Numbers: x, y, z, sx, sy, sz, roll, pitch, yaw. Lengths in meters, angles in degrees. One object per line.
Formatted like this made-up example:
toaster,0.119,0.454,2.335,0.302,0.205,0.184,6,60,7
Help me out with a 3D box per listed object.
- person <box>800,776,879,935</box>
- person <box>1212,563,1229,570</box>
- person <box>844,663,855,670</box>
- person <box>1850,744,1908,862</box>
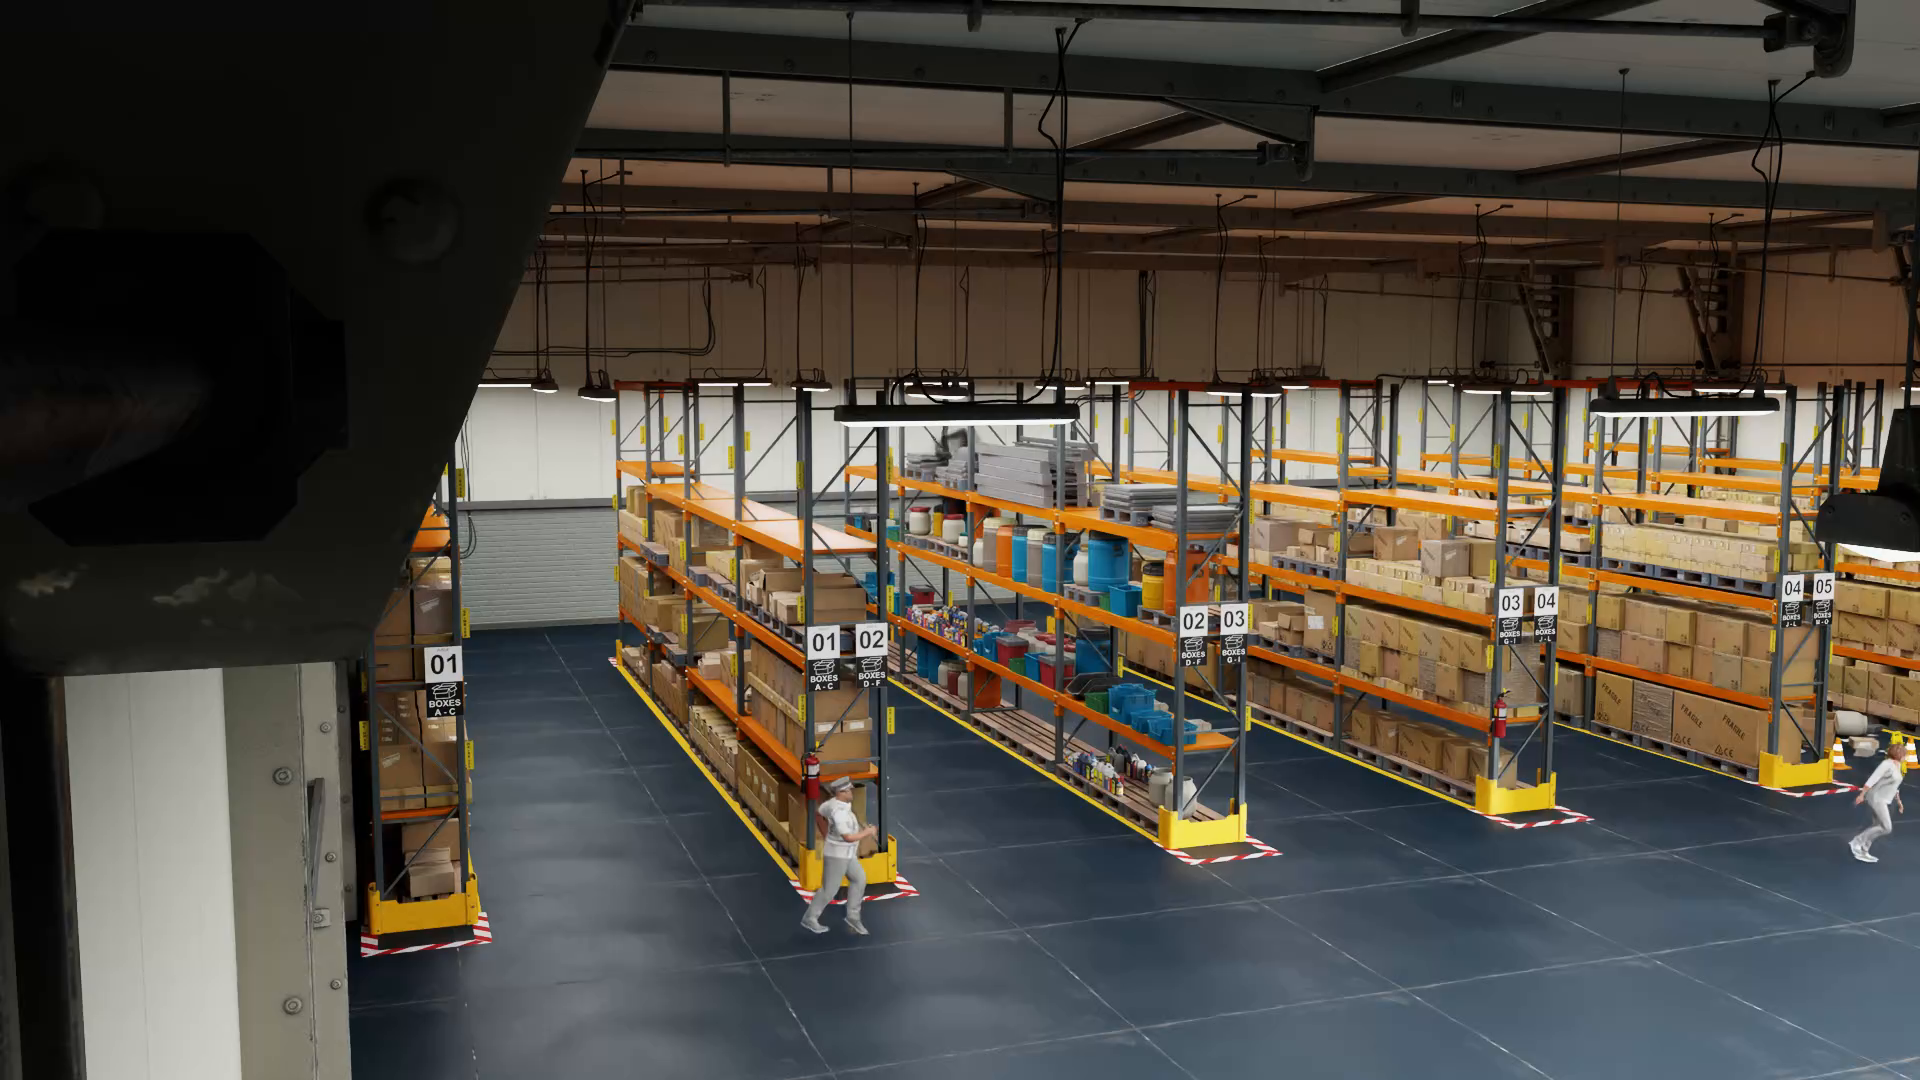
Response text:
person,-1.332,3.519,18.387,0.875,1.841,0.610,0,6,1
person,6.340,1.165,40.922,0.720,1.650,0.749,-5,8,-40
person,-1.999,2.454,28.323,0.620,1.733,0.987,-4,7,-30
person,11.676,3.338,21.133,0.548,1.547,0.569,5,8,41
